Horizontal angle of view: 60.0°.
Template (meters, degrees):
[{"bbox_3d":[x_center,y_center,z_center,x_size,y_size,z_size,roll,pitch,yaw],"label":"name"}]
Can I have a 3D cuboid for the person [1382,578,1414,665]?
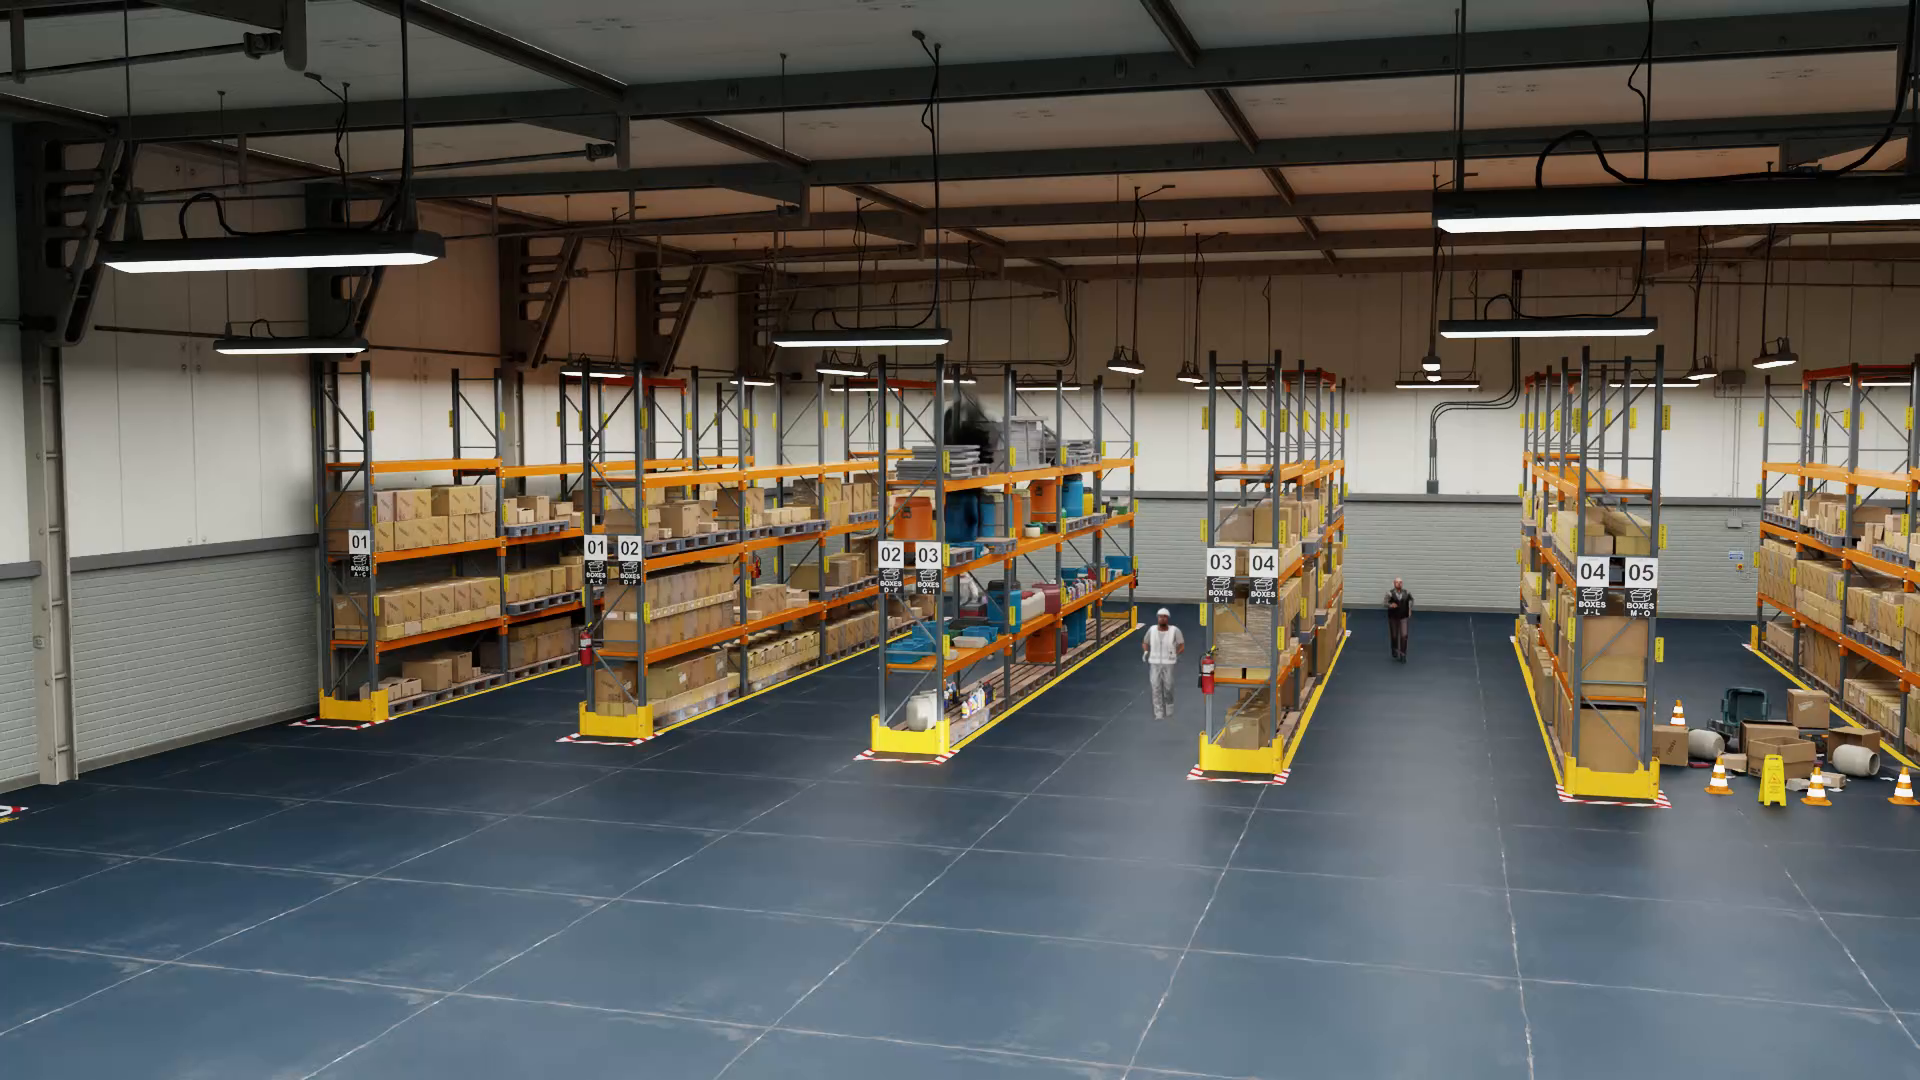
[{"bbox_3d":[9.112,1.667,34.603,0.648,1.773,0.858,1,4,11],"label":"person"}]

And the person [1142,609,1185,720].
[{"bbox_3d":[3.199,1.961,26.318,0.688,1.750,0.656,1,4,16],"label":"person"}]

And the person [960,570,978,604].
[{"bbox_3d":[0.126,1.113,42.194,0.653,1.820,0.724,-3,5,-35],"label":"person"}]

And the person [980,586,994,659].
[{"bbox_3d":[0.590,1.730,34.752,0.527,1.560,0.551,1,4,11],"label":"person"}]
